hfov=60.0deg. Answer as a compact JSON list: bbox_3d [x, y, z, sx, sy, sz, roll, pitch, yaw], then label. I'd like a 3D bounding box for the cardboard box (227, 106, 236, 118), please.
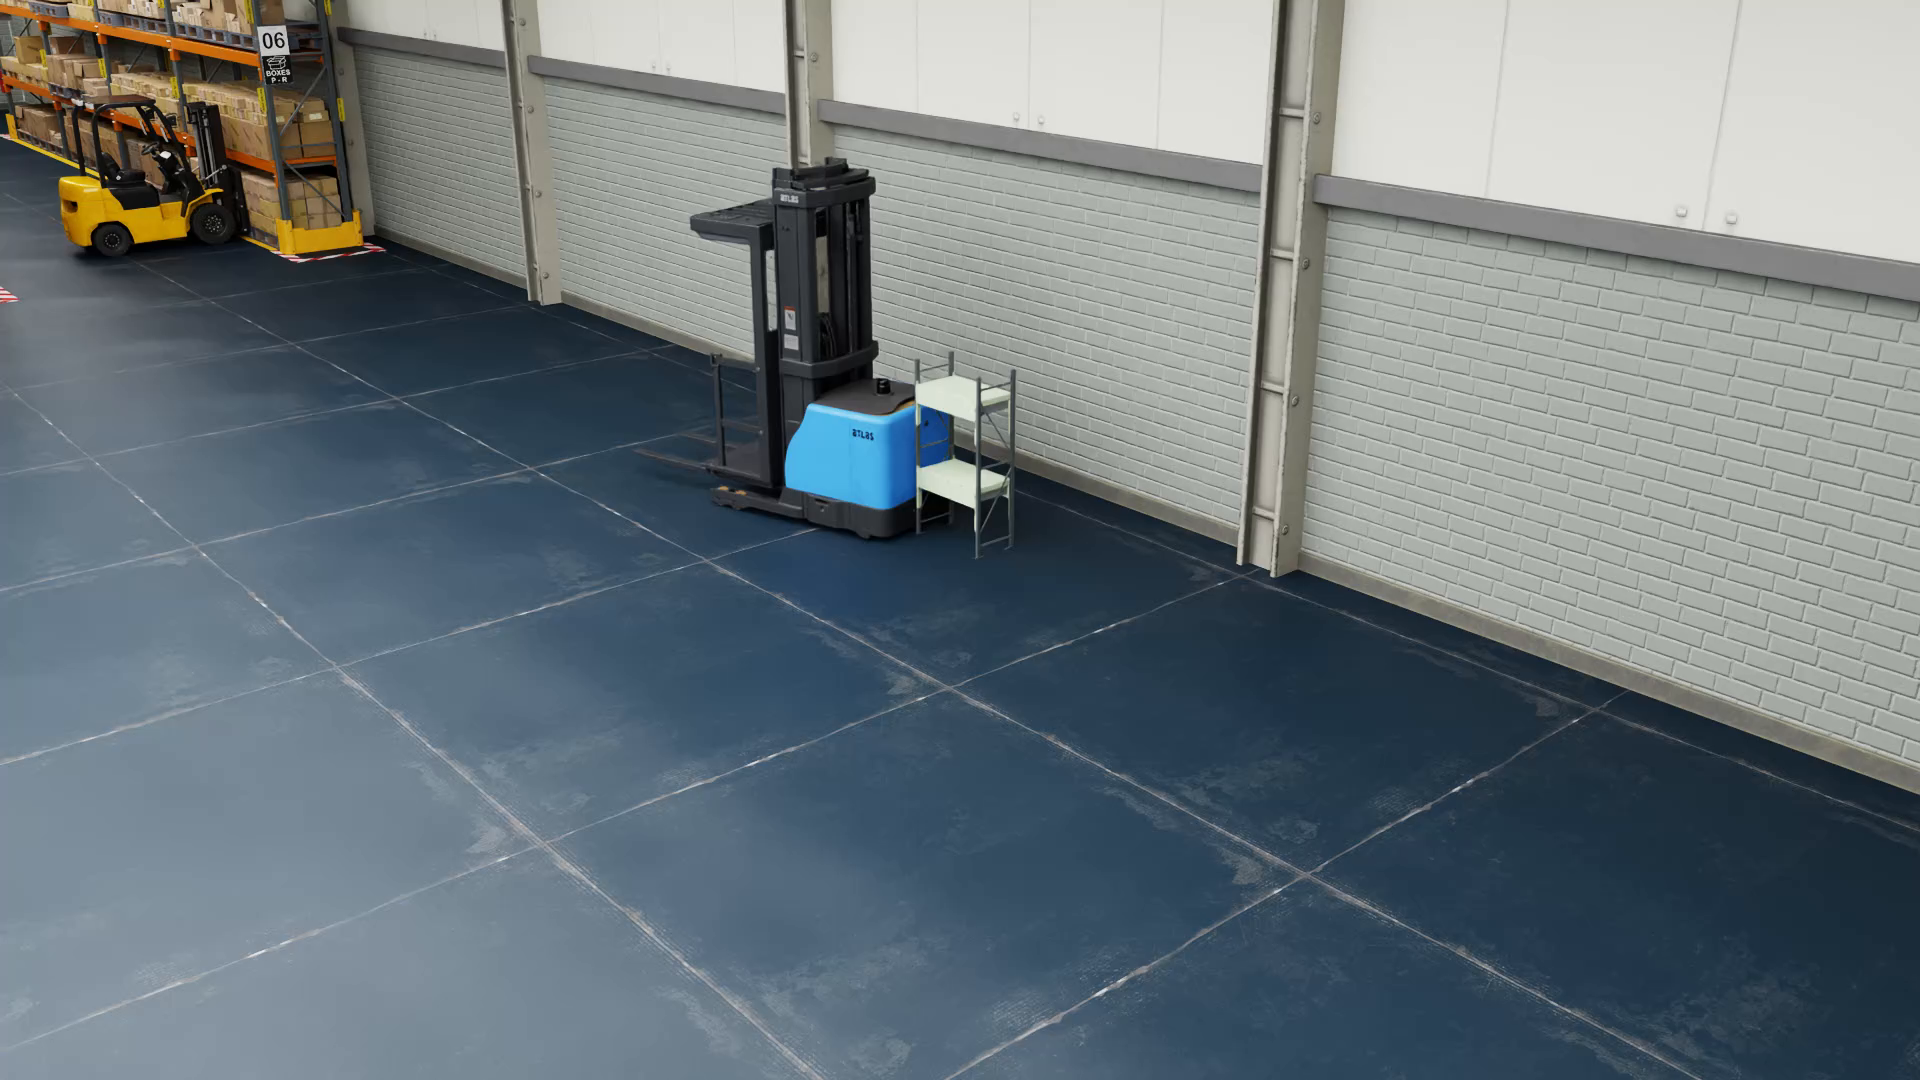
[{"bbox_3d":[-10.830,-6.486,25.129,0.380,0.149,0.250,-17,27,-37],"label":"cardboard box"}]

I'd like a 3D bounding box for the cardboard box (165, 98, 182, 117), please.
[{"bbox_3d":[-12.660,-7.102,27.250,0.500,0.250,0.500,-18,28,-39],"label":"cardboard box"}]

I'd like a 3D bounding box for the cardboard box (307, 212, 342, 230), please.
[{"bbox_3d":[-9.708,-4.857,25.192,0.500,0.250,0.500,-17,27,-37],"label":"cardboard box"}]

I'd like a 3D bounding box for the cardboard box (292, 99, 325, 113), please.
[{"bbox_3d":[-9.593,-6.390,24.478,0.380,0.149,0.250,-18,28,-38],"label":"cardboard box"}]

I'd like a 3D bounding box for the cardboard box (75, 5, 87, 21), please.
[{"bbox_3d":[-15.605,-9.519,29.994,0.500,0.250,0.500,-17,27,-37],"label":"cardboard box"}]

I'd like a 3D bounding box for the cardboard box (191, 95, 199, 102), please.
[{"bbox_3d":[-11.967,-6.991,26.420,0.380,0.149,0.250,-17,27,-36],"label":"cardboard box"}]

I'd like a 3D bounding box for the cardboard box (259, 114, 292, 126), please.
[{"bbox_3d":[-9.974,-6.137,24.239,0.380,0.149,0.250,-17,27,-37],"label":"cardboard box"}]

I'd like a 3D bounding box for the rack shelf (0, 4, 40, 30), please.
[{"bbox_3d":[-18.674,-10.689,33.761,1.077,0.370,4.000,-17,27,-37],"label":"rack shelf"}]

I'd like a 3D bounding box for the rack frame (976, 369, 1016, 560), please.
[{"bbox_3d":[0.281,-0.592,13.165,0.400,1.500,0.023,-18,28,-38],"label":"rack frame"}]

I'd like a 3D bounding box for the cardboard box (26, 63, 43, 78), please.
[{"bbox_3d":[-18.539,-9.502,33.655,0.500,0.250,0.500,-18,27,-38],"label":"cardboard box"}]

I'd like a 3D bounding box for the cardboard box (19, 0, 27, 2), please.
[{"bbox_3d":[-18.220,-10.755,32.741,0.500,0.250,0.500,-19,28,-39],"label":"cardboard box"}]

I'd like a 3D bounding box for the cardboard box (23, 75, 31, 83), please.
[{"bbox_3d":[-18.982,-9.471,34.123,0.380,0.149,0.250,-17,27,-36],"label":"cardboard box"}]

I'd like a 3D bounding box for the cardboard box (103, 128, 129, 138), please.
[{"bbox_3d":[-15.612,-7.531,30.787,0.380,0.149,0.250,-19,28,-39],"label":"cardboard box"}]

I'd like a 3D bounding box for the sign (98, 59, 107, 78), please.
[{"bbox_3d":[-15.162,-8.340,29.412,0.100,0.325,0.005,-17,27,-37],"label":"sign"}]

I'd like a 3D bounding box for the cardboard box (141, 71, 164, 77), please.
[{"bbox_3d":[-14.392,-8.277,29.702,0.380,0.149,0.250,-16,27,-36],"label":"cardboard box"}]

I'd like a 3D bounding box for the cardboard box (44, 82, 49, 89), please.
[{"bbox_3d":[-17.954,-9.053,33.054,0.380,0.149,0.250,-17,27,-36],"label":"cardboard box"}]

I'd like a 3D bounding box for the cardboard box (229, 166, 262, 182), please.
[{"bbox_3d":[-11.072,-5.612,25.748,0.500,0.250,0.500,-18,28,-38],"label":"cardboard box"}]

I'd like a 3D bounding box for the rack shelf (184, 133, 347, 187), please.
[{"bbox_3d":[-10.841,-5.977,25.844,1.077,0.370,4.000,-17,27,-37],"label":"rack shelf"}]

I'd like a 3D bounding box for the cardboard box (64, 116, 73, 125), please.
[{"bbox_3d":[-17.336,-8.246,32.613,0.380,0.149,0.250,-16,26,-35],"label":"cardboard box"}]

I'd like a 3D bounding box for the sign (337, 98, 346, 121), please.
[{"bbox_3d":[-9.111,-6.330,24.462,0.100,0.325,0.005,-17,27,-37],"label":"sign"}]

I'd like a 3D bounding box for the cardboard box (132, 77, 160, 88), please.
[{"bbox_3d":[-14.043,-7.890,28.715,0.380,0.149,0.250,-17,27,-37],"label":"cardboard box"}]

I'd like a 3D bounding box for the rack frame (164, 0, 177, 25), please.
[{"bbox_3d":[-12.146,-9.658,26.029,1.000,3.000,0.127,-17,27,-37],"label":"rack frame"}]

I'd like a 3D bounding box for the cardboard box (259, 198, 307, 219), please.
[{"bbox_3d":[-10.090,-4.967,24.789,0.500,0.250,0.500,-18,28,-38],"label":"cardboard box"}]

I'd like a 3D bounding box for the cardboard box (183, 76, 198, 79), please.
[{"bbox_3d":[-13.462,-7.954,28.878,0.380,0.149,0.250,-18,28,-38],"label":"cardboard box"}]

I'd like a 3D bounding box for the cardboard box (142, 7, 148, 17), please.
[{"bbox_3d":[-13.094,-8.618,27.118,0.380,0.149,0.250,-18,27,-38],"label":"cardboard box"}]

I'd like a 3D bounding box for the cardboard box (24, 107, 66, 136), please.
[{"bbox_3d":[-19.123,-8.775,34.852,0.700,0.500,0.500,-16,27,-35],"label":"cardboard box"}]

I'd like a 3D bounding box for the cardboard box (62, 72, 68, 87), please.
[{"bbox_3d":[-16.752,-8.733,31.501,0.396,0.266,0.258,-16,26,-35],"label":"cardboard box"}]

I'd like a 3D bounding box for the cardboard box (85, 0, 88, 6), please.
[{"bbox_3d":[-15.478,-9.678,29.852,0.380,0.149,0.250,-17,27,-36],"label":"cardboard box"}]

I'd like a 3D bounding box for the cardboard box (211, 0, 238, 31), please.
[{"bbox_3d":[-10.602,-7.816,24.589,0.700,0.500,0.500,-17,27,-37],"label":"cardboard box"}]

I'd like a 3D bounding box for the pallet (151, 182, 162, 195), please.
[{"bbox_3d":[-13.457,-6.098,28.989,1.003,0.211,1.213,-17,27,-37],"label":"pallet"}]

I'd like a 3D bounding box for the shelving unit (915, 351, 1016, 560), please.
[{"bbox_3d":[0.037,-0.691,13.419,0.431,1.500,0.755,-18,28,-38],"label":"shelving unit"}]

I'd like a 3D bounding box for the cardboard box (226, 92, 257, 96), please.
[{"bbox_3d":[-10.934,-6.718,25.314,0.380,0.149,0.250,-17,27,-37],"label":"cardboard box"}]

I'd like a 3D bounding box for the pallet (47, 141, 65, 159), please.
[{"bbox_3d":[-17.816,-7.966,33.760,1.003,0.211,1.213,-17,27,-37],"label":"pallet"}]

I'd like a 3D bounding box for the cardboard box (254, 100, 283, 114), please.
[{"bbox_3d":[-10.113,-6.356,24.391,0.380,0.149,0.250,-17,27,-37],"label":"cardboard box"}]

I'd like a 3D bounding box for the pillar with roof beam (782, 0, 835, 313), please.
[{"bbox_3d":[-4.735,-4.619,13.165,9.100,9.000,0.400,-17,27,-37],"label":"pillar with roof beam"}]

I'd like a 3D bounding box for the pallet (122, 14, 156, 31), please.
[{"bbox_3d":[-13.514,-8.804,28.221,1.003,0.211,1.213,-16,26,-35],"label":"pallet"}]

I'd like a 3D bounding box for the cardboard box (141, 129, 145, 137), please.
[{"bbox_3d":[-15.015,-7.601,30.967,0.380,0.149,0.250,-16,27,-36],"label":"cardboard box"}]

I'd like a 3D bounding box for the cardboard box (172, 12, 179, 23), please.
[{"bbox_3d":[-12.083,-8.190,26.026,0.380,0.149,0.250,-17,27,-36],"label":"cardboard box"}]

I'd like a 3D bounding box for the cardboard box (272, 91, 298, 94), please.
[{"bbox_3d":[-10.359,-6.775,25.460,0.380,0.149,0.250,-18,28,-39],"label":"cardboard box"}]

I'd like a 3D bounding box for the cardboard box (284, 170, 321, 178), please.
[{"bbox_3d":[-10.034,-5.455,25.349,0.500,0.250,0.500,-17,27,-37],"label":"cardboard box"}]

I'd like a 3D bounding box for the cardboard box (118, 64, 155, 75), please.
[{"bbox_3d":[-14.975,-8.391,30.308,0.500,0.500,0.500,-16,26,-35],"label":"cardboard box"}]

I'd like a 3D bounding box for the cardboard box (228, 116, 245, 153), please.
[{"bbox_3d":[-10.722,-6.166,25.204,0.500,0.500,0.500,-18,28,-38],"label":"cardboard box"}]

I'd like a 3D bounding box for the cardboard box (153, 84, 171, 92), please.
[{"bbox_3d":[-13.235,-7.530,27.796,0.380,0.149,0.250,-18,28,-39],"label":"cardboard box"}]

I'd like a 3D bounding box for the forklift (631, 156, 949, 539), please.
[{"bbox_3d":[-1.560,-1.769,14.208,3.031,2.935,1.130,14,25,31],"label":"forklift"}]

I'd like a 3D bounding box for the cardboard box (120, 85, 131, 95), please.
[{"bbox_3d":[-14.327,-7.813,29.066,0.500,0.250,0.500,-16,27,-36],"label":"cardboard box"}]

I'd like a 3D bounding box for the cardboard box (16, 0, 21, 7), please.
[{"bbox_3d":[-18.631,-10.746,33.265,0.380,0.149,0.250,-17,27,-37],"label":"cardboard box"}]

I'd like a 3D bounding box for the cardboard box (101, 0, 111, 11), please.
[{"bbox_3d":[-14.469,-9.397,28.626,0.500,0.500,0.500,-17,27,-37],"label":"cardboard box"}]

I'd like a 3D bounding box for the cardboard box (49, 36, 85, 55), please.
[{"bbox_3d":[-18.139,-9.967,33.815,0.500,0.500,0.500,-18,28,-39],"label":"cardboard box"}]

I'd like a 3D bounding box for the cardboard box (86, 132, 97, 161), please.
[{"bbox_3d":[-16.212,-7.491,31.574,0.500,0.500,0.500,-19,28,-39],"label":"cardboard box"}]

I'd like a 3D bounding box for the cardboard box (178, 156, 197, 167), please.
[{"bbox_3d":[-12.495,-6.096,27.841,0.875,0.625,0.625,-16,26,-35],"label":"cardboard box"}]

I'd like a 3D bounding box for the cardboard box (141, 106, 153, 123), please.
[{"bbox_3d":[-13.649,-7.295,28.427,0.500,0.250,0.500,-16,27,-36],"label":"cardboard box"}]

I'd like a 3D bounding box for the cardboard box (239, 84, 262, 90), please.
[{"bbox_3d":[-11.183,-7.132,26.372,0.380,0.149,0.250,-18,28,-38],"label":"cardboard box"}]

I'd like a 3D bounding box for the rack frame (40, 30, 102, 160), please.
[{"bbox_3d":[-17.368,-9.075,32.766,1.000,3.000,0.127,-17,27,-37],"label":"rack frame"}]

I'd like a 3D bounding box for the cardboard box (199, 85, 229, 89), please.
[{"bbox_3d":[-11.750,-7.074,26.223,0.380,0.149,0.250,-18,28,-38],"label":"cardboard box"}]

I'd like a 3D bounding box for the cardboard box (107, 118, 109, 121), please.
[{"bbox_3d":[-16.381,-8.174,32.430,0.380,0.149,0.250,-19,28,-40],"label":"cardboard box"}]

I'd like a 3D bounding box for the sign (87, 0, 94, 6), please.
[{"bbox_3d":[-15.170,-9.478,28.975,0.100,0.325,0.005,-17,27,-37],"label":"sign"}]

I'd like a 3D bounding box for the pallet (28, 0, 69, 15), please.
[{"bbox_3d":[-16.996,-10.187,31.751,1.213,0.211,1.003,-17,27,-37],"label":"pallet"}]

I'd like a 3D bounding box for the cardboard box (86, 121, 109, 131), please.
[{"bbox_3d":[-16.436,-7.900,31.730,0.380,0.149,0.250,-16,27,-36],"label":"cardboard box"}]
